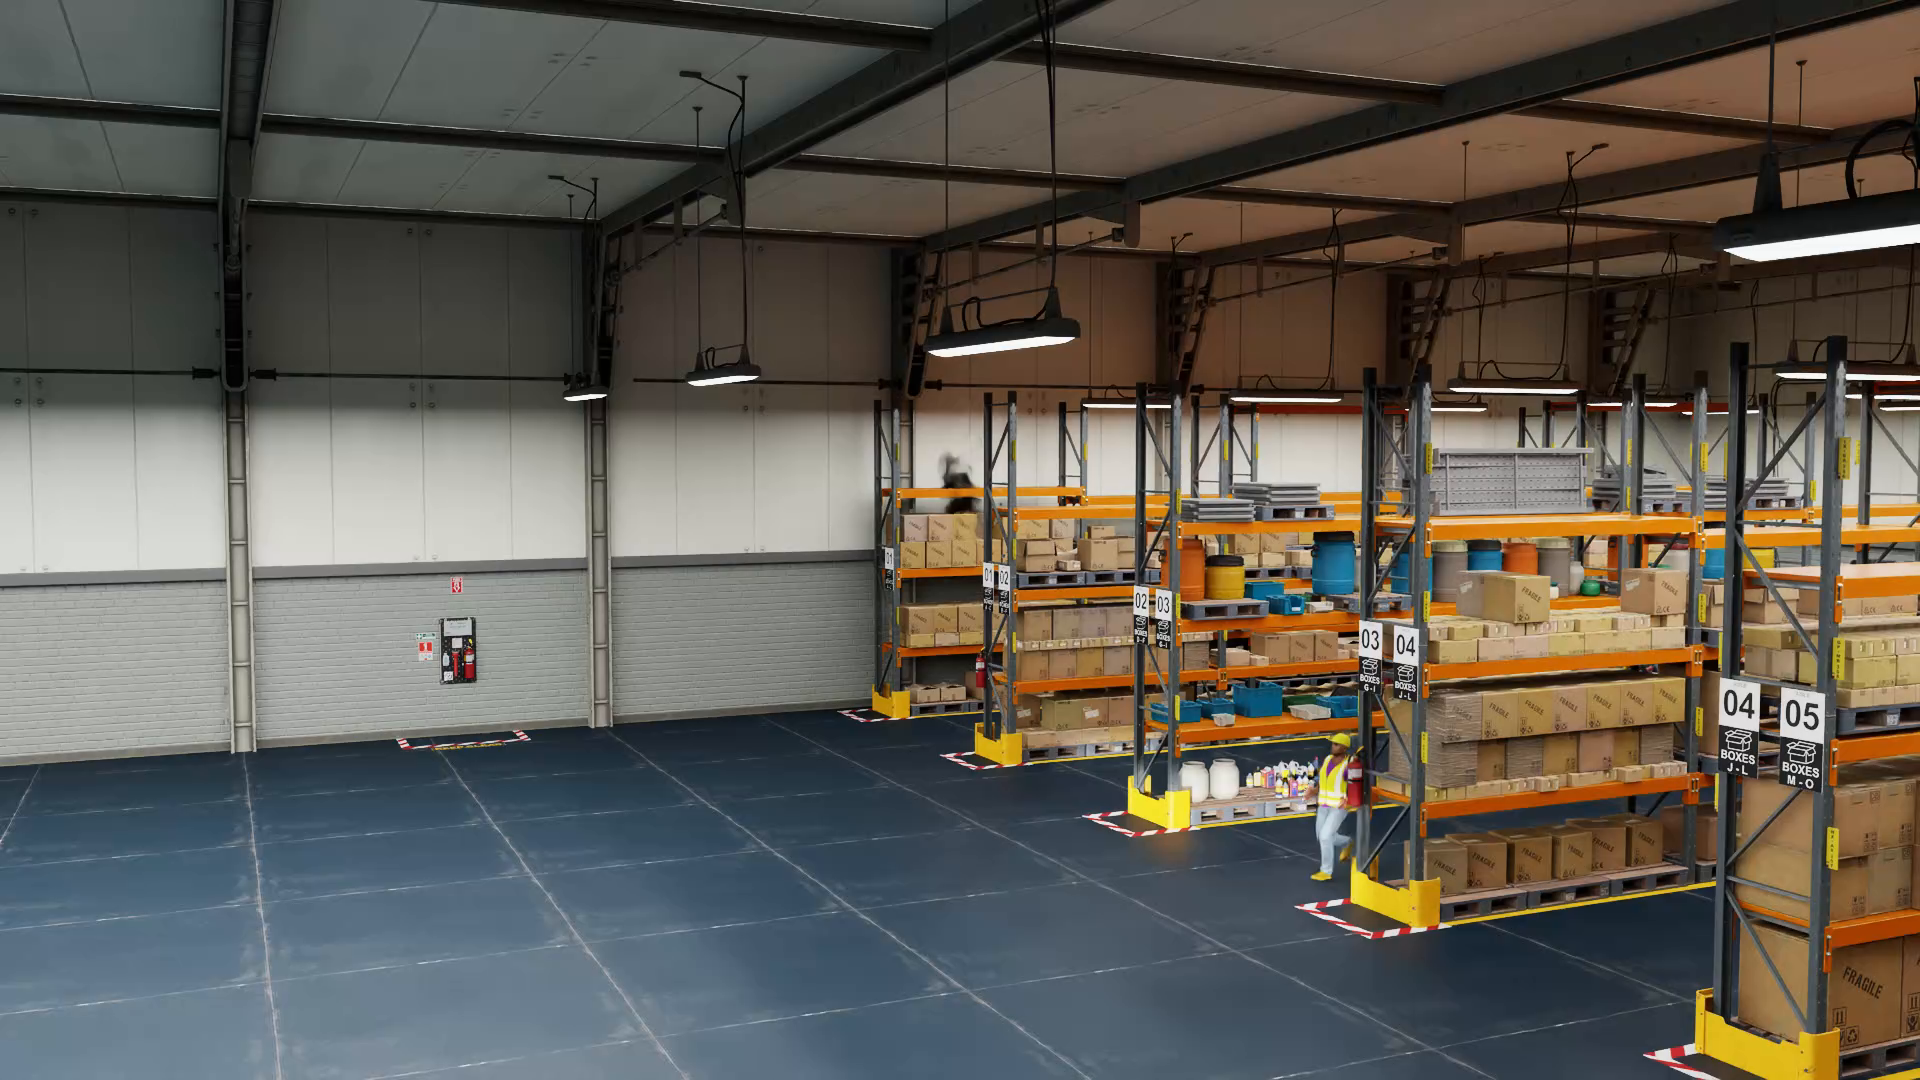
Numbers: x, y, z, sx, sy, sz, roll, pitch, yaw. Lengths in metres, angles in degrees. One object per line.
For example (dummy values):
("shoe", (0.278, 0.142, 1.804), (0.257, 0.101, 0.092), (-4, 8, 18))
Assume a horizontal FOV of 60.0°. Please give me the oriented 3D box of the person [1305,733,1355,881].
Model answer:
("person", (4.465, 3.151, 19.733), (0.772, 1.720, 0.697), (-2, 4, -31))
